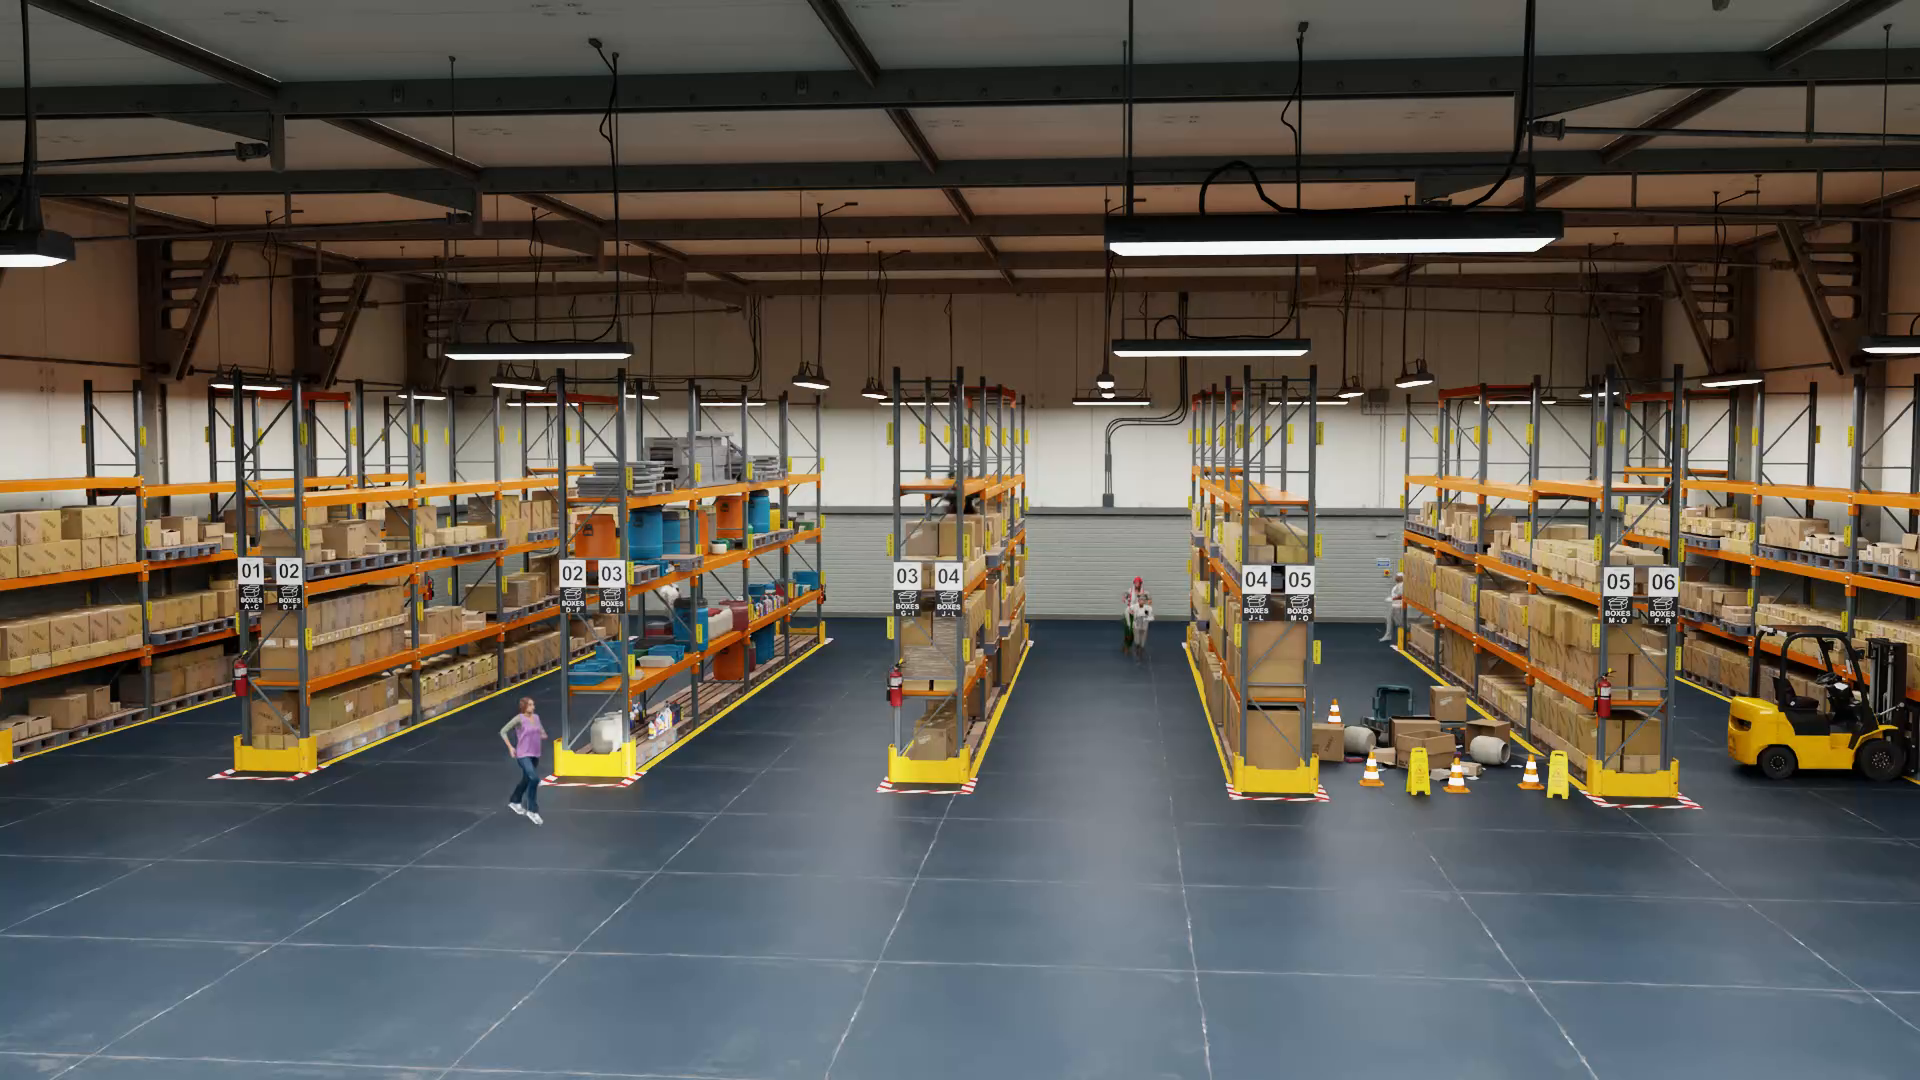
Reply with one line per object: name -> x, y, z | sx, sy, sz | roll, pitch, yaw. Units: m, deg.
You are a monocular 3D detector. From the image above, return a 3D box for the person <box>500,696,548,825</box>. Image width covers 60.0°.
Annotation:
person -> -5.641, 2.853, 21.647 | 0.733, 1.642, 0.510 | 2, 4, 29

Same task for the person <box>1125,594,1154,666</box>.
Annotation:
person -> 3.913, 1.952, 36.140 | 0.601, 1.613, 0.723 | 0, 4, -3

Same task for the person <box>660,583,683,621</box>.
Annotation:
person -> -7.108, 1.652, 40.942 | 0.612, 1.656, 0.608 | -3, 5, -39

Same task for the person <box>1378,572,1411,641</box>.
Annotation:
person -> 10.600, 1.617, 40.258 | 0.904, 1.760, 0.723 | 1, 4, 16

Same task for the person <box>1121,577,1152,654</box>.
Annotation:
person -> 4.052, 1.743, 38.433 | 0.660, 1.799, 0.724 | 1, 4, 19
